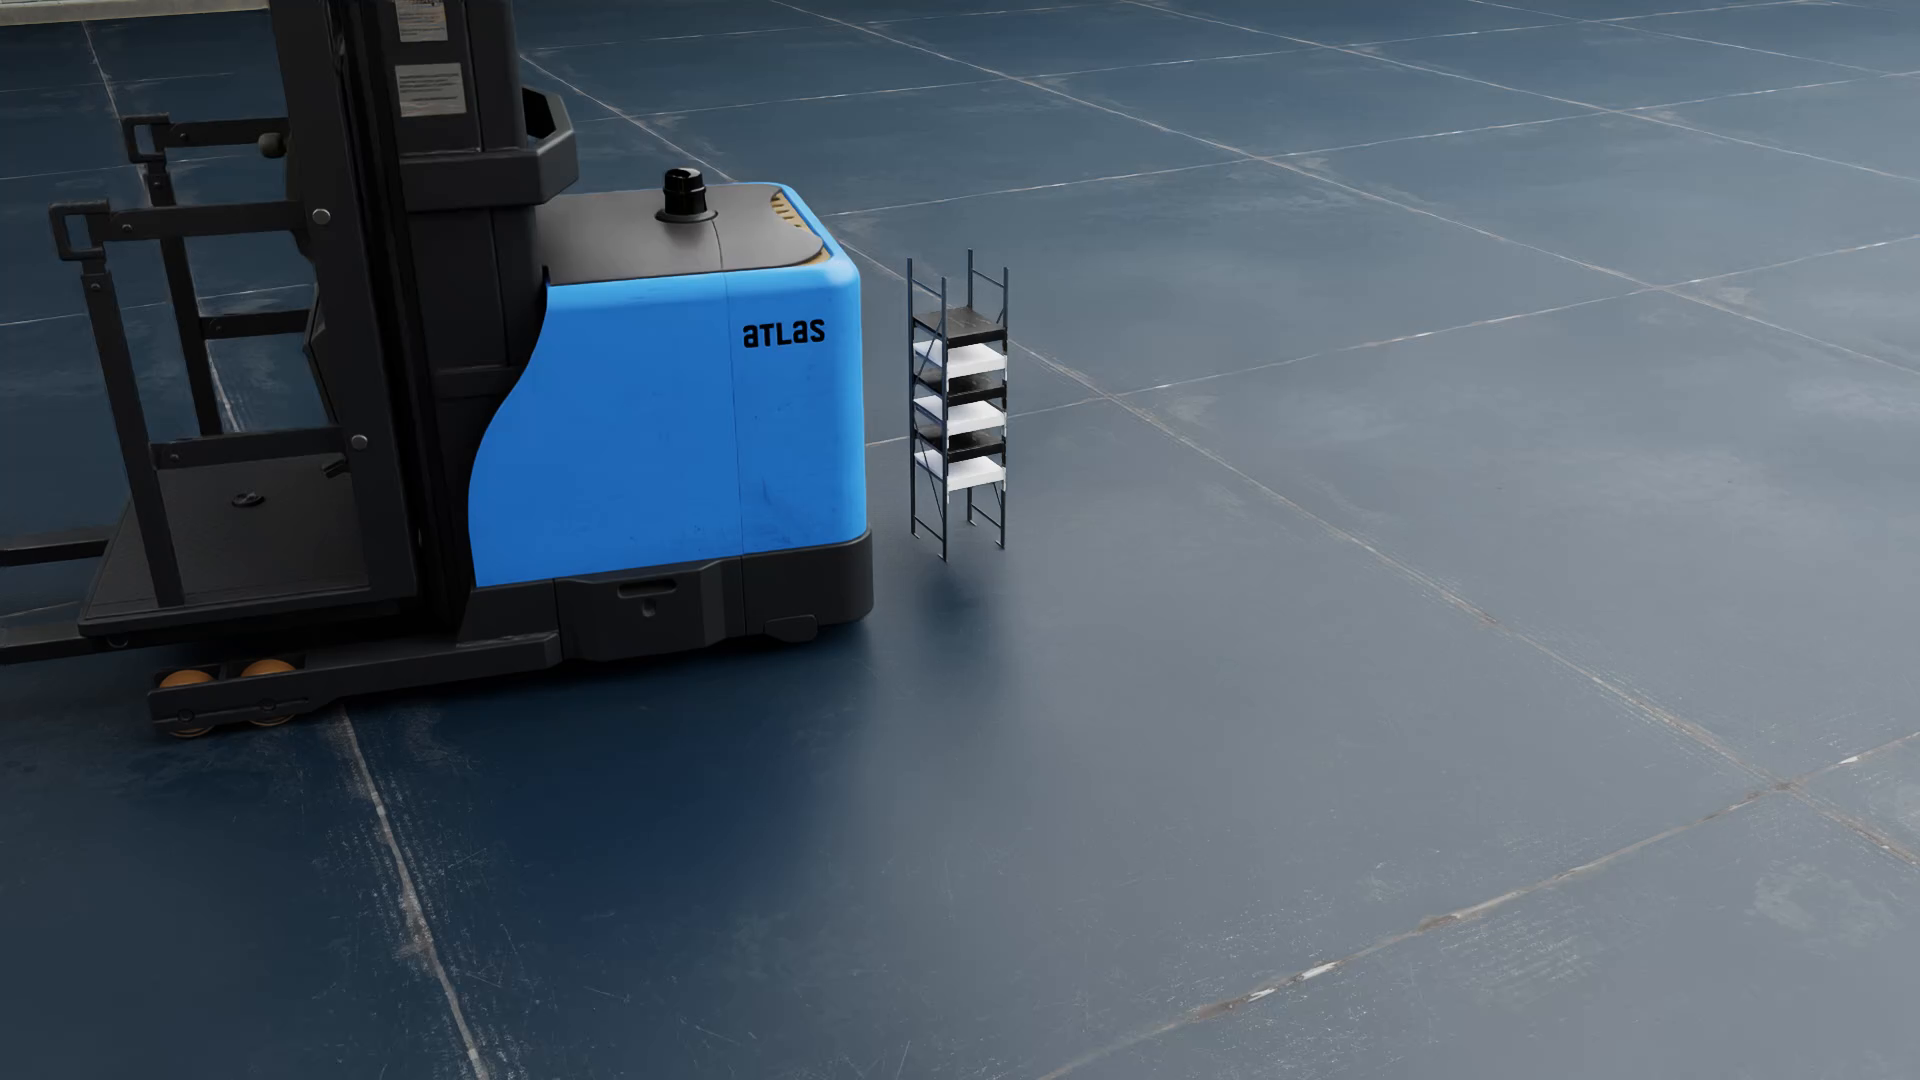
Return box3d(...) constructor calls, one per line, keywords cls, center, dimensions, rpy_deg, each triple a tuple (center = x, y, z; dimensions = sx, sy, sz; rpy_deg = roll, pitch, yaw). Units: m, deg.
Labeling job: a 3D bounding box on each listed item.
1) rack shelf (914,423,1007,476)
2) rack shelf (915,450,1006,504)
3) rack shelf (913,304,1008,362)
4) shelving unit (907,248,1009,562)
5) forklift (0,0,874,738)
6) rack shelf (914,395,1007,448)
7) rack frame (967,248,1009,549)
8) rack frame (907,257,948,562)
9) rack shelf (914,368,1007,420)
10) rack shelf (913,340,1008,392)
box3d(cls="rack shelf", center=(-0.007, -0.293, 5.105), dimensions=(0.200, 0.077, 0.258), rpy_deg=(-13, 29, -25))
box3d(cls="rack shelf", center=(-0.007, -0.212, 5.144), dimensions=(0.200, 0.077, 0.258), rpy_deg=(-13, 29, -25))
box3d(cls="rack shelf", center=(-0.007, -0.617, 4.949), dimensions=(0.200, 0.077, 0.258), rpy_deg=(-13, 29, -25))
box3d(cls="shelving unit", center=(-0.007, -0.404, 5.052), dimensions=(0.210, 0.900, 0.258), rpy_deg=(-13, 29, -25))
box3d(cls="forklift", center=(-1.820, -1.076, 4.106), dimensions=(3.031, 2.935, 1.130), rpy_deg=(-7, 27, -14))
box3d(cls="rack shelf", center=(-0.007, -0.374, 5.066), dimensions=(0.200, 0.077, 0.258), rpy_deg=(-13, 29, -25))
box3d(cls="rack frame", center=(0.083, -0.425, 5.095), dimensions=(0.006, 0.900, 0.240), rpy_deg=(-13, 29, -25))
box3d(cls="rack frame", center=(-0.097, -0.383, 5.009), dimensions=(0.006, 0.900, 0.240), rpy_deg=(-13, 29, -25))
box3d(cls="rack shelf", center=(-0.007, -0.455, 5.027), dimensions=(0.200, 0.077, 0.258), rpy_deg=(-13, 29, -25))
box3d(cls="rack shelf", center=(-0.007, -0.536, 4.988), dimensions=(0.200, 0.077, 0.258), rpy_deg=(-13, 29, -25))
